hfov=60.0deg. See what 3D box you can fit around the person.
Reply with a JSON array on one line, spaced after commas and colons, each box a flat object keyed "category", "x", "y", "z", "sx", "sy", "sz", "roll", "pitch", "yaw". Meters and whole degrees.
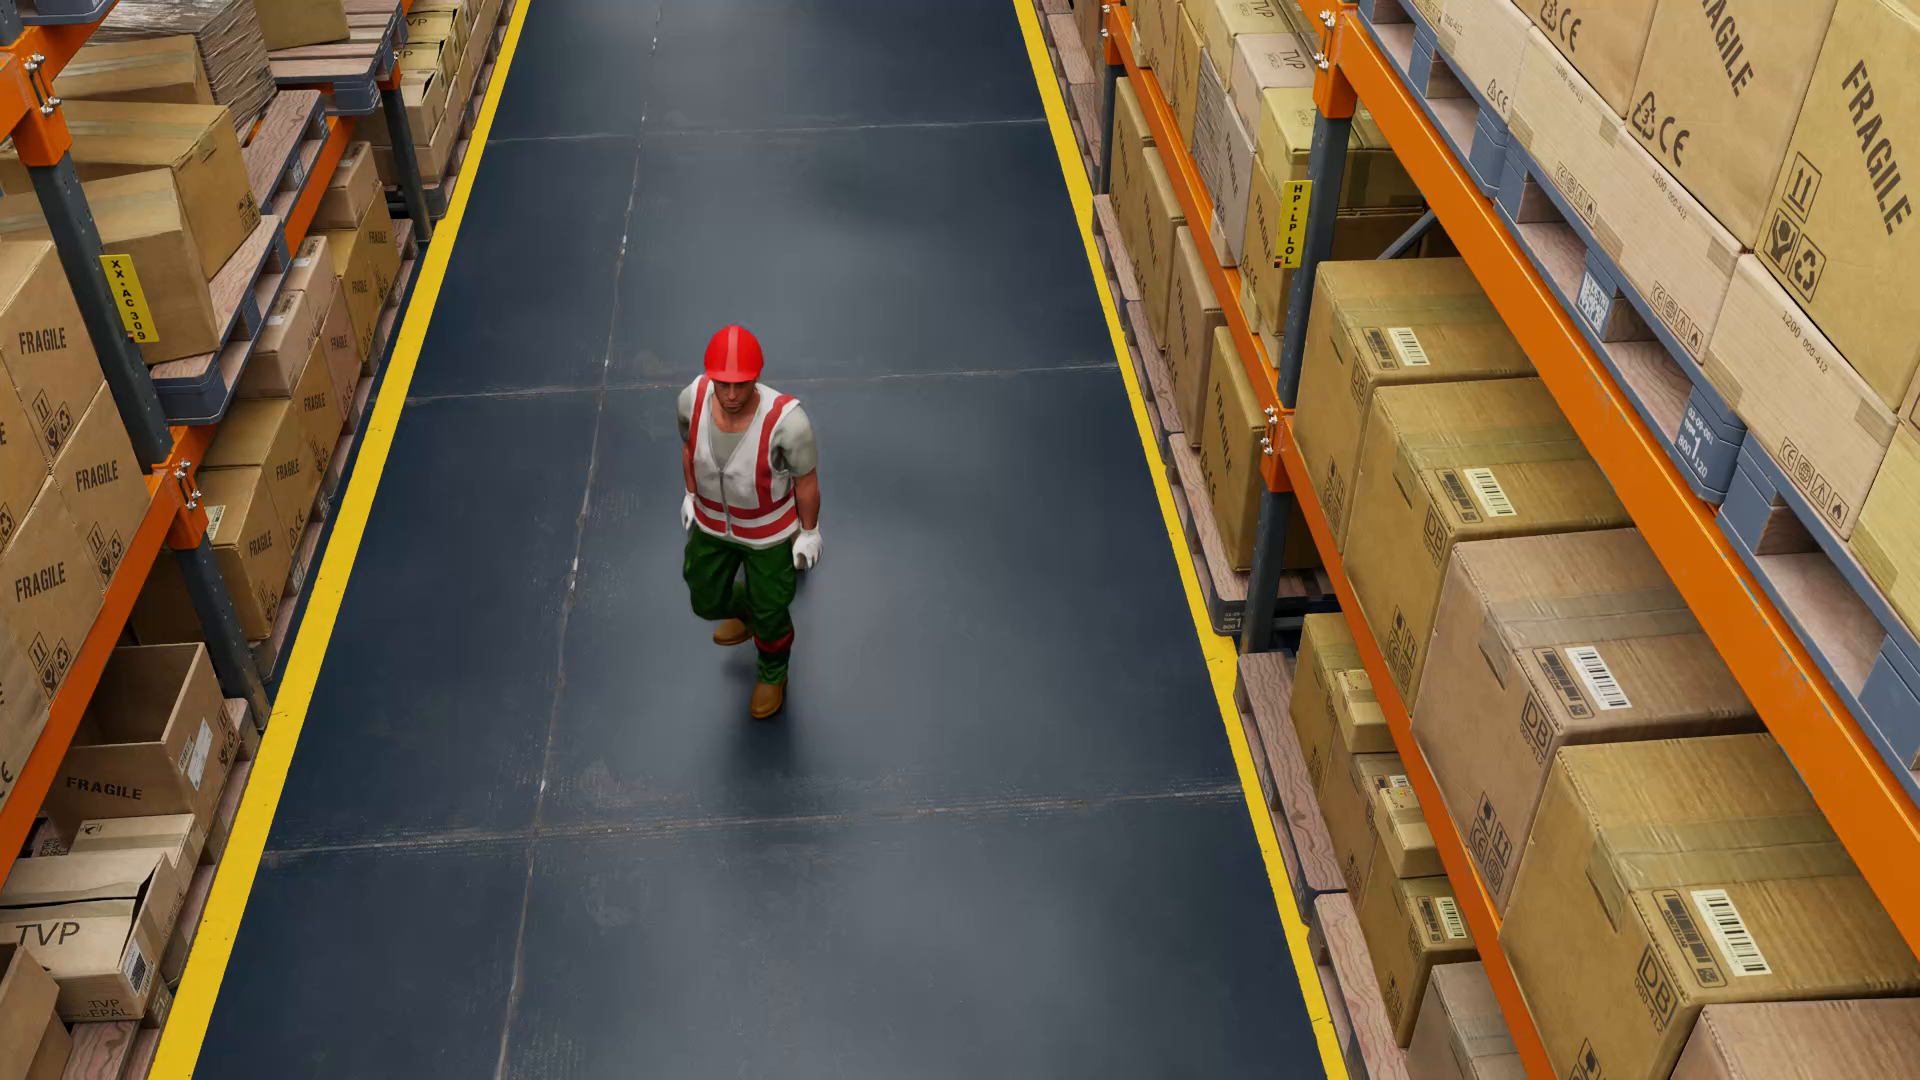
[{"category": "person", "x": -0.778, "y": -0.094, "z": 6.247, "sx": 0.589, "sy": 1.782, "sz": 0.568, "roll": 12, "pitch": 40, "yaw": 15}]
